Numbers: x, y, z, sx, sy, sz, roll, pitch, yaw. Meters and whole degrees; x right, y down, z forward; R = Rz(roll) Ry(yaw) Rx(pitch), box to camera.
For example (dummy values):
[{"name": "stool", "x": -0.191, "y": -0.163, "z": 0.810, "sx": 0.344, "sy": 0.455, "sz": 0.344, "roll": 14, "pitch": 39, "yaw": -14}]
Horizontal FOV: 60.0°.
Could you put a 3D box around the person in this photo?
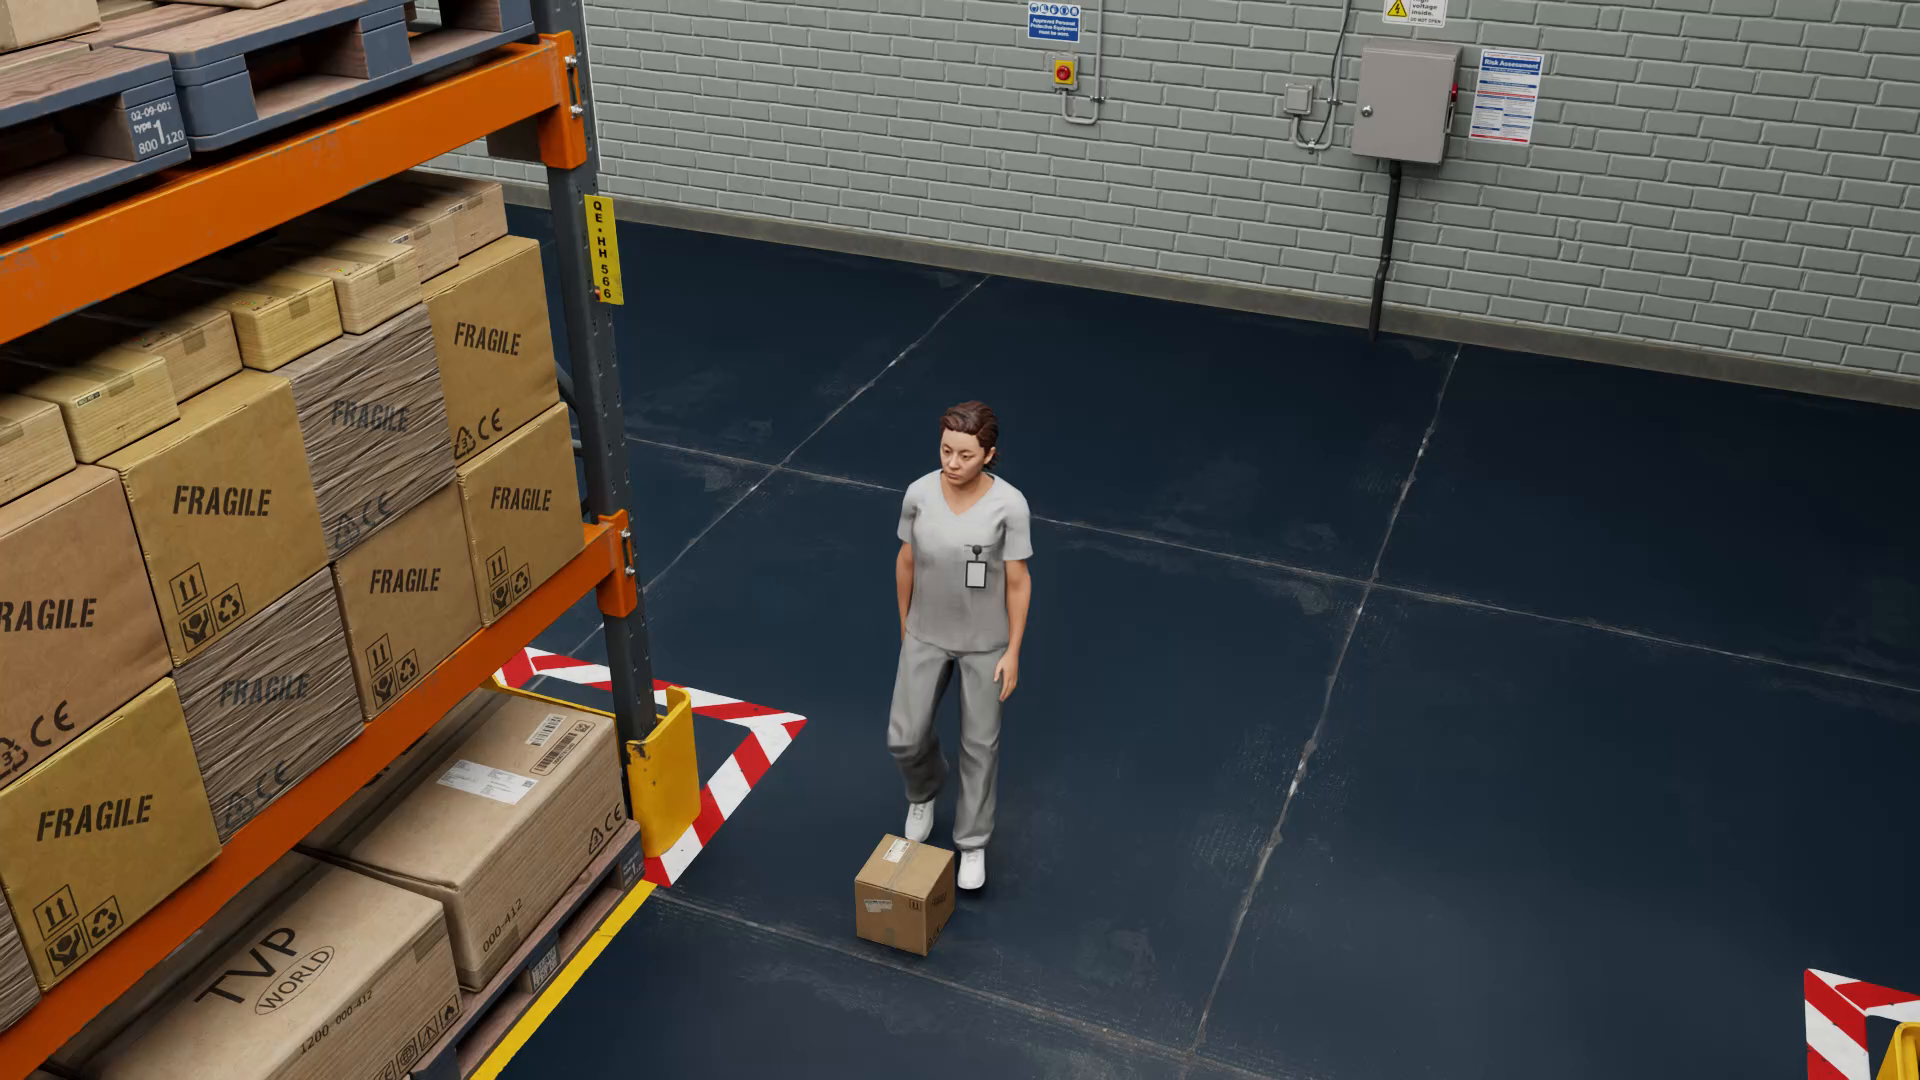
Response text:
[{"name": "person", "x": -0.004, "y": 0.360, "z": 5.486, "sx": 0.464, "sy": 1.684, "sz": 0.538, "roll": 6, "pitch": 30, "yaw": 10}]
